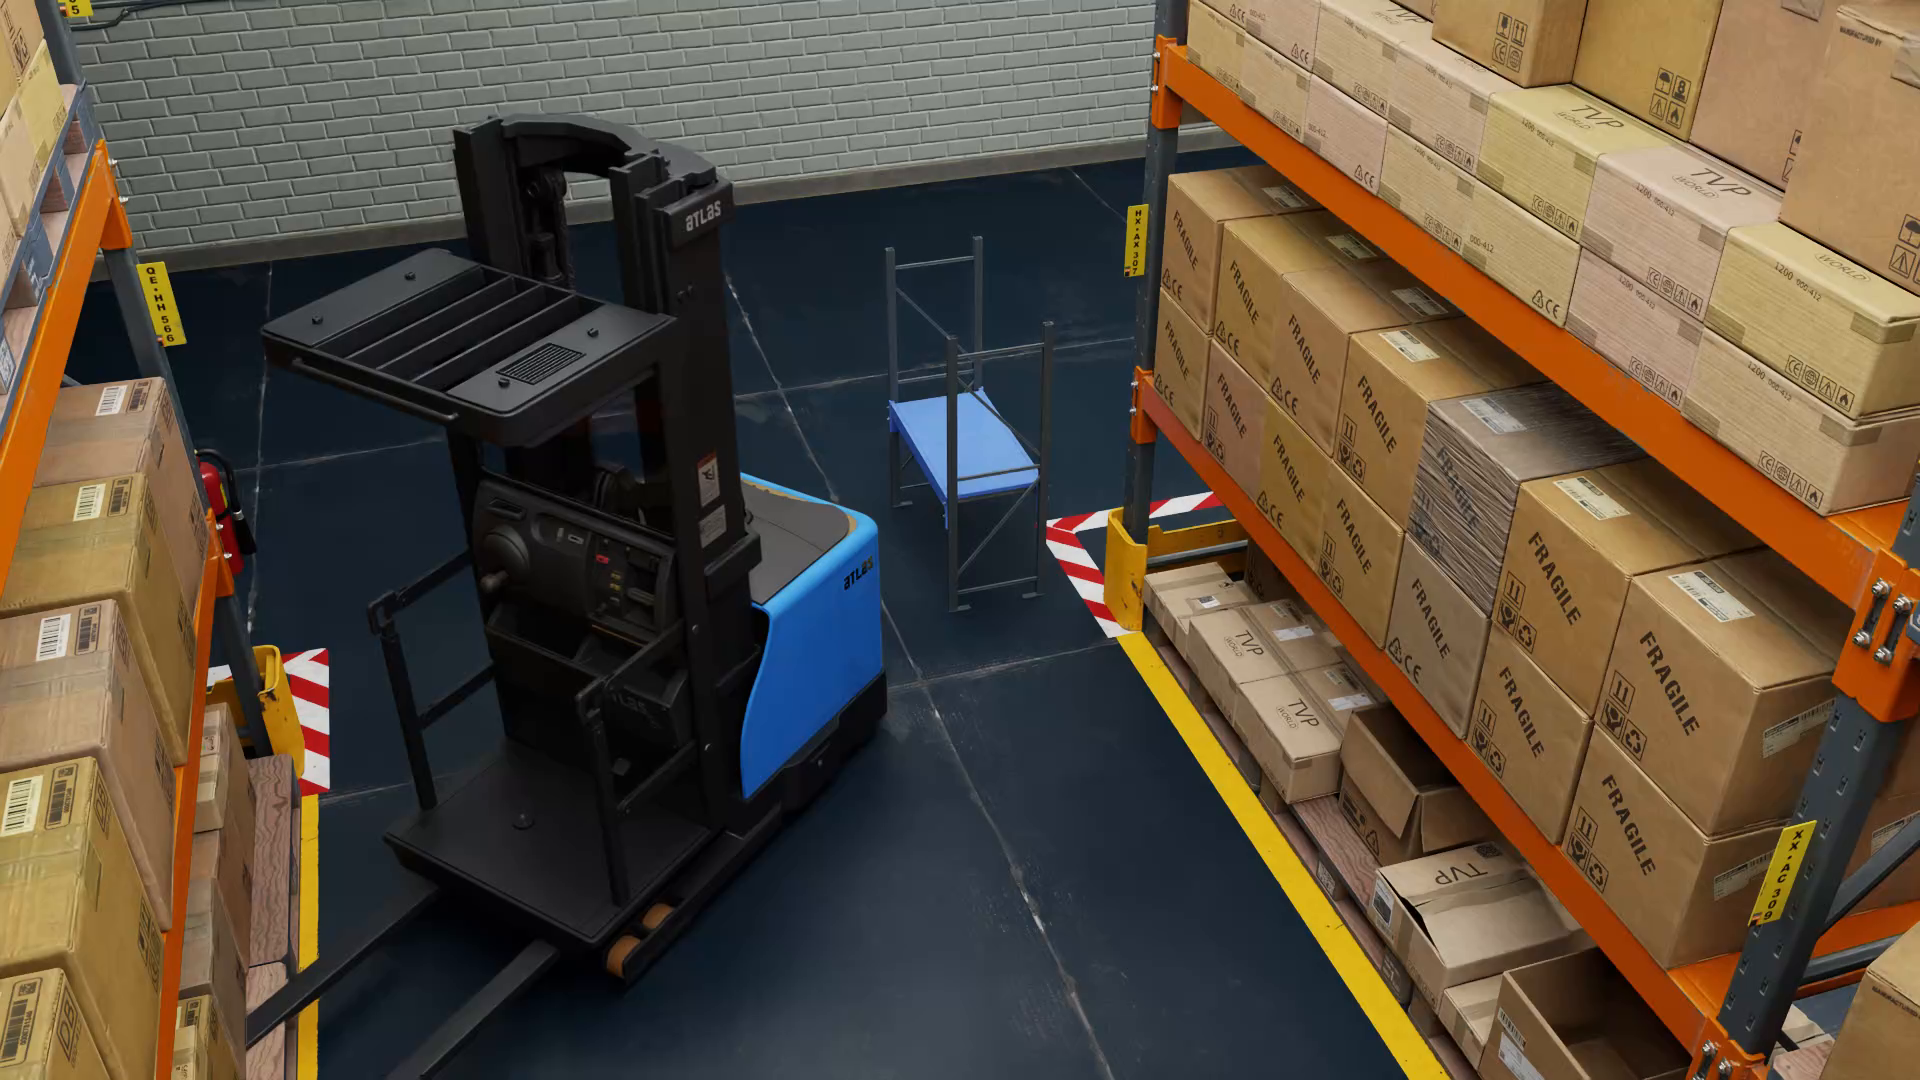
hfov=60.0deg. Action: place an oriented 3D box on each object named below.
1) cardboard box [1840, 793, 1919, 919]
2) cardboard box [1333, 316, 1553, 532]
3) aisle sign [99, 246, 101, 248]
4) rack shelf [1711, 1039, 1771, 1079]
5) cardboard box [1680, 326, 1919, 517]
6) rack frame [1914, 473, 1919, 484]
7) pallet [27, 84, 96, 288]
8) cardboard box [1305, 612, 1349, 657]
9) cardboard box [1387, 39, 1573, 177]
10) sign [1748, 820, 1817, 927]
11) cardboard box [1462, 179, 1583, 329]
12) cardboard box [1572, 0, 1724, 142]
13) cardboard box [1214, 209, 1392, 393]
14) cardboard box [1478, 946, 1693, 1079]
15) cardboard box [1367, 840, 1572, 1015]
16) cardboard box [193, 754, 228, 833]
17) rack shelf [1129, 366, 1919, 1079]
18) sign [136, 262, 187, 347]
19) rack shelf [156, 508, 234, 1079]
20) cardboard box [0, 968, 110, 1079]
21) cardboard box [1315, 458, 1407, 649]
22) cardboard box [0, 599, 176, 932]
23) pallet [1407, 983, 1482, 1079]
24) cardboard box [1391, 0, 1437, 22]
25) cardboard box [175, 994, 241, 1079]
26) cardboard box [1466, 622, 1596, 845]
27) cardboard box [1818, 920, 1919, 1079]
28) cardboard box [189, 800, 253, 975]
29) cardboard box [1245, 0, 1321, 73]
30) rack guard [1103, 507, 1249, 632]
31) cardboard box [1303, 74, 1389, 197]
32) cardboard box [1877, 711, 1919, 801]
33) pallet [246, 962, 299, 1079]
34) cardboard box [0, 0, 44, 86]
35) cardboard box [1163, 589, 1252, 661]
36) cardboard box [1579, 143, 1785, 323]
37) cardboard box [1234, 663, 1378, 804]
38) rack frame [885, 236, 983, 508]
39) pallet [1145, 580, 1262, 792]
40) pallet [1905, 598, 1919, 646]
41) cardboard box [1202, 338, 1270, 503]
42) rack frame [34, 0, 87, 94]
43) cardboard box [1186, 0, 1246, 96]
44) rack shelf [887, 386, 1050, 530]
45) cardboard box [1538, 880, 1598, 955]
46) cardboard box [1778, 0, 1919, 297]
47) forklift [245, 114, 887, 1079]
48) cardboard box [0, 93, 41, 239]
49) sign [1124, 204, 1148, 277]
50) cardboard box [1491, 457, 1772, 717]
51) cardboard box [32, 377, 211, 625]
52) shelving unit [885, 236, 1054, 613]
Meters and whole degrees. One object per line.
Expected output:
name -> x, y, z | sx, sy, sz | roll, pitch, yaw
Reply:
cardboard box -> 2.607, 0.719, 4.850 | 0.500, 0.500, 0.500 | -9, 35, -13
cardboard box -> 1.638, -0.404, 5.643 | 0.500, 0.500, 0.500 | -10, 35, -15
aisle sign -> -3.170, -1.363, 5.734 | 0.394, 0.787, 0.004 | -10, 35, -15
rack shelf -> 3.113, 2.425, 3.012 | 1.077, 0.370, 4.000 | -10, 35, -15
cardboard box -> 2.102, -0.325, 3.936 | 0.500, 0.250, 0.500 | -10, 35, -15
rack frame -> 2.503, -1.428, 2.749 | 1.000, 3.000, 0.127 | -10, 35, -15
pallet -> -3.197, -1.017, 4.928 | 1.003, 0.211, 1.213 | -10, 35, -15
cardboard box -> 1.721, 0.445, 7.527 | 0.380, 0.166, 0.250 | -10, 35, -15
cardboard box -> 1.645, -1.321, 4.990 | 0.500, 0.250, 0.500 | -10, 35, -15
sign -> 1.989, 0.809, 4.020 | 0.100, 0.325, 0.005 | -10, 35, -15
cardboard box -> 1.799, -0.850, 4.731 | 0.500, 0.250, 0.500 | -10, 35, -15
cardboard box -> 2.143, -1.432, 4.478 | 0.700, 0.500, 0.500 | -10, 35, -15
cardboard box -> 1.334, -0.934, 6.445 | 0.500, 0.500, 0.500 | -10, 35, -14
cardboard box -> 2.059, 1.683, 5.351 | 0.500, 0.500, 0.500 | -10, 35, -15
cardboard box -> 1.831, 1.368, 5.999 | 0.500, 0.311, 0.500 | -10, 35, -15
cardboard box -> -2.833, 0.928, 5.923 | 0.380, 0.149, 0.250 | -9, 35, -13
rack shelf -> 1.893, 0.325, 6.190 | 1.077, 0.370, 4.000 | -10, 35, -15
sign -> -2.912, -0.856, 6.060 | 0.100, 0.325, 0.005 | -10, 35, -15
rack shelf -> -2.823, 1.160, 4.927 | 1.077, 0.370, 4.000 | -10, 35, -15
cardboard box -> -2.363, 1.497, 3.492 | 0.980, 0.700, 0.700 | -9, 35, -14
cardboard box -> 1.631, 0.007, 5.928 | 0.500, 0.500, 0.500 | -10, 35, -14
cardboard box -> -2.812, 0.732, 4.649 | 0.980, 0.700, 0.700 | -12, 35, -17
pallet -> 2.295, 1.877, 5.718 | 1.003, 0.211, 1.213 | -10, 35, -15
cardboard box -> 1.782, -1.948, 5.258 | 0.700, 0.500, 0.500 | -10, 35, -15
cardboard box -> -2.648, 1.833, 5.141 | 0.700, 0.500, 0.500 | -9, 35, -14
cardboard box -> 1.948, 0.543, 5.116 | 0.500, 0.500, 0.500 | -9, 35, -13
cardboard box -> 2.435, 1.144, 3.826 | 0.700, 0.500, 0.500 | -23, 40, -30
cardboard box -> -2.972, 1.291, 5.963 | 0.700, 0.500, 0.500 | -10, 35, -15
cardboard box -> 1.338, -1.846, 5.784 | 0.500, 0.250, 0.500 | -10, 35, -15
rack guard -> 1.306, 0.057, 8.210 | 1.175, 0.500, 0.348 | -10, 35, -15
cardboard box -> 1.492, -1.375, 5.525 | 0.500, 0.250, 0.500 | -10, 35, -15
cardboard box -> 2.628, 0.321, 4.546 | 0.500, 0.500, 0.500 | -9, 35, -13
pallet -> -2.746, 2.019, 5.503 | 1.003, 0.211, 1.213 | -10, 35, -15
cardboard box -> -2.950, -1.571, 4.670 | 0.500, 0.500, 0.500 | -10, 35, -15
cardboard box -> 1.160, 0.382, 7.622 | 0.380, 0.166, 0.250 | -10, 35, -15
cardboard box -> 1.947, -0.796, 4.195 | 0.500, 0.250, 0.500 | -10, 35, -15
cardboard box -> 1.484, 0.796, 6.919 | 0.500, 0.250, 0.500 | -10, 35, -15
rack frame -> -0.129, -0.848, 8.673 | 0.500, 1.500, 0.032 | -10, 35, -15
pallet -> 1.550, 0.596, 7.656 | 1.003, 0.211, 1.213 | -10, 35, -15
pallet -> 2.635, 0.256, 3.092 | 1.213, 0.211, 1.003 | -10, 35, -15
cardboard box -> 1.330, -0.520, 6.725 | 0.500, 0.500, 0.500 | -10, 35, -15
rack frame -> -3.433, -2.693, 4.664 | 1.000, 3.000, 0.127 | -10, 35, -15
cardboard box -> 1.198, -1.902, 6.323 | 0.500, 0.250, 0.500 | -10, 35, -15
rack shelf -> 0.026, -0.431, 8.368 | 0.538, 0.185, 1.000 | -10, 35, -15
cardboard box -> 2.308, 1.364, 6.136 | 0.380, 0.166, 0.250 | -10, 35, -15
cardboard box -> 2.319, -0.885, 3.649 | 0.700, 0.500, 0.500 | -10, 35, -15
forklift -> -1.523, 0.136, 5.886 | 1.130, 2.935, 3.031 | 19, 38, 26
cardboard box -> -2.797, -0.983, 4.461 | 0.500, 0.250, 0.500 | -11, 35, -17
sign -> 0.766, -1.295, 7.204 | 0.100, 0.325, 0.005 | -10, 35, -15
cardboard box -> 1.944, 0.125, 4.842 | 0.500, 0.500, 0.500 | -11, 35, -16
cardboard box -> -3.268, -0.050, 5.832 | 0.980, 0.700, 0.700 | -8, 34, -13
shelving unit -> 0.026, -0.581, 8.269 | 0.538, 1.500, 1.048 | -10, 35, -15
